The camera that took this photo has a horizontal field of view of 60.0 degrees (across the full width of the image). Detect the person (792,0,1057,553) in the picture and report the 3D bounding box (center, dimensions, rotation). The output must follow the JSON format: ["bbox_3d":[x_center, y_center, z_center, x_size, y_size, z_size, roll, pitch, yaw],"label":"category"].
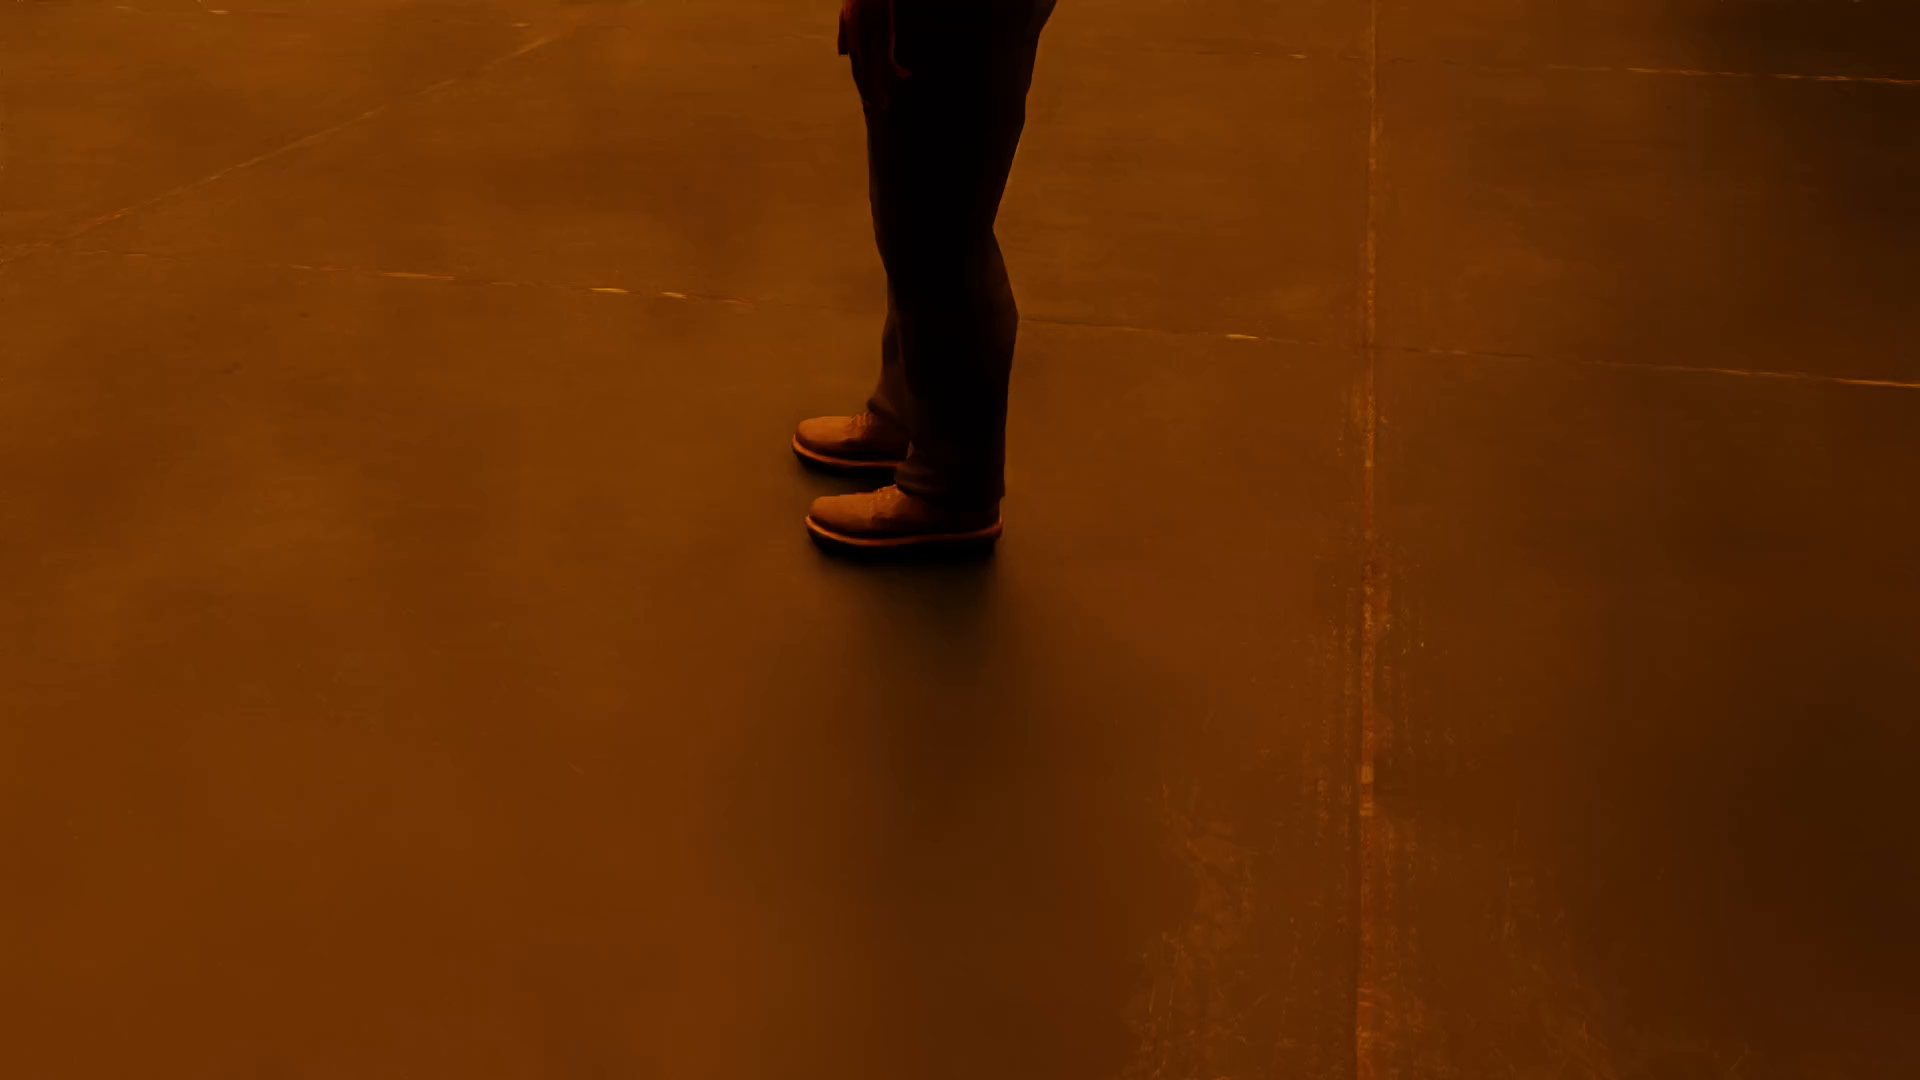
[{"bbox_3d":[-0.081,-0.762,2.158,0.503,1.654,0.570,6,27,11],"label":"person"}]
